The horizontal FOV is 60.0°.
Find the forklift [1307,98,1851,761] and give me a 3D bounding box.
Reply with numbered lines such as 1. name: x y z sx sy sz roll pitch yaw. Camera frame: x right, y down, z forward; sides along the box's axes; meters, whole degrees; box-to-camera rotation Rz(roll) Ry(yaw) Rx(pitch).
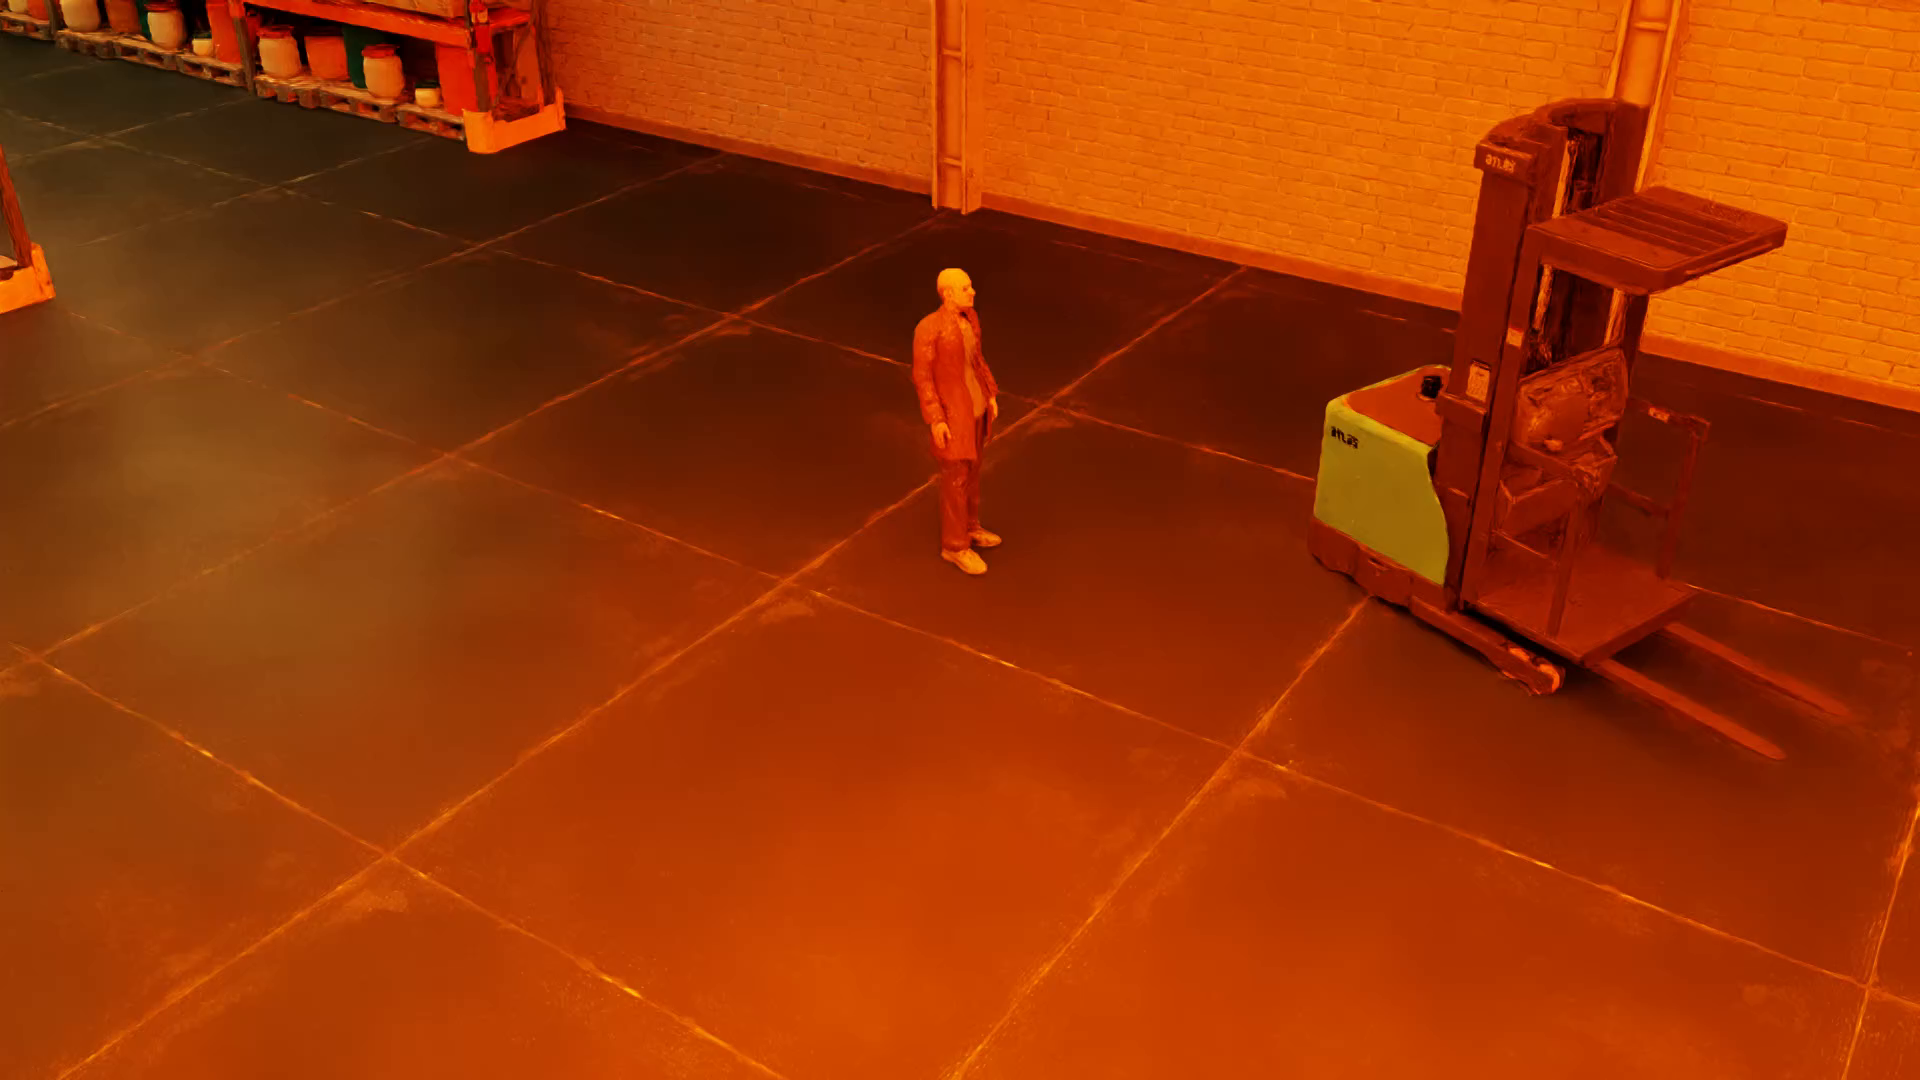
1. forklift: 3.414 -0.704 8.793 1.130 2.935 3.031 -20 36 -31

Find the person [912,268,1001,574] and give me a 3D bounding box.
1. person: 0.073 -0.747 10.003 0.580 1.776 0.694 19 35 29
